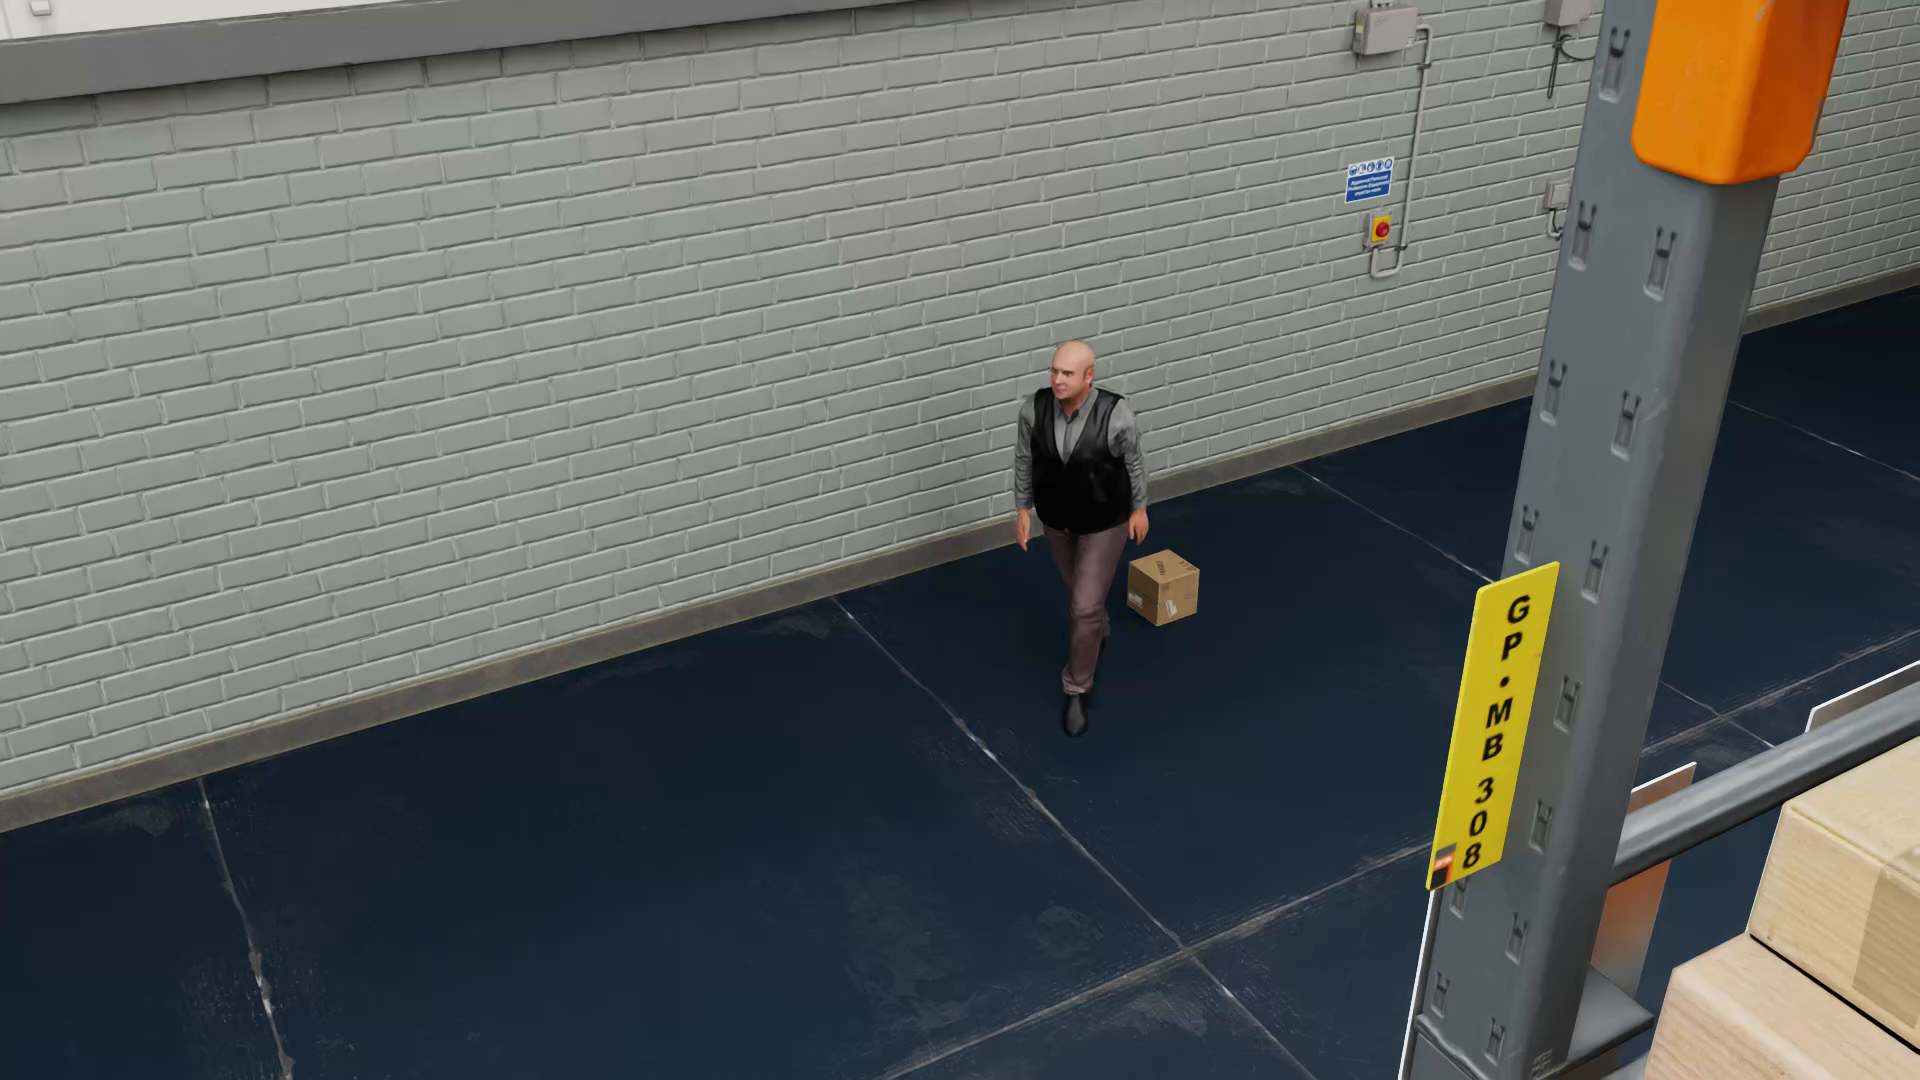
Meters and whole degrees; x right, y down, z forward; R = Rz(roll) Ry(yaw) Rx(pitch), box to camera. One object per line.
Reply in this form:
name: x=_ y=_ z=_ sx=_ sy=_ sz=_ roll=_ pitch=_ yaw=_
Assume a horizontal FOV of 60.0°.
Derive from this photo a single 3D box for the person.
person: x=0.507 y=-0.080 z=7.314 sx=0.563 sy=1.730 sz=0.760 roll=15 pitch=32 yaw=26
